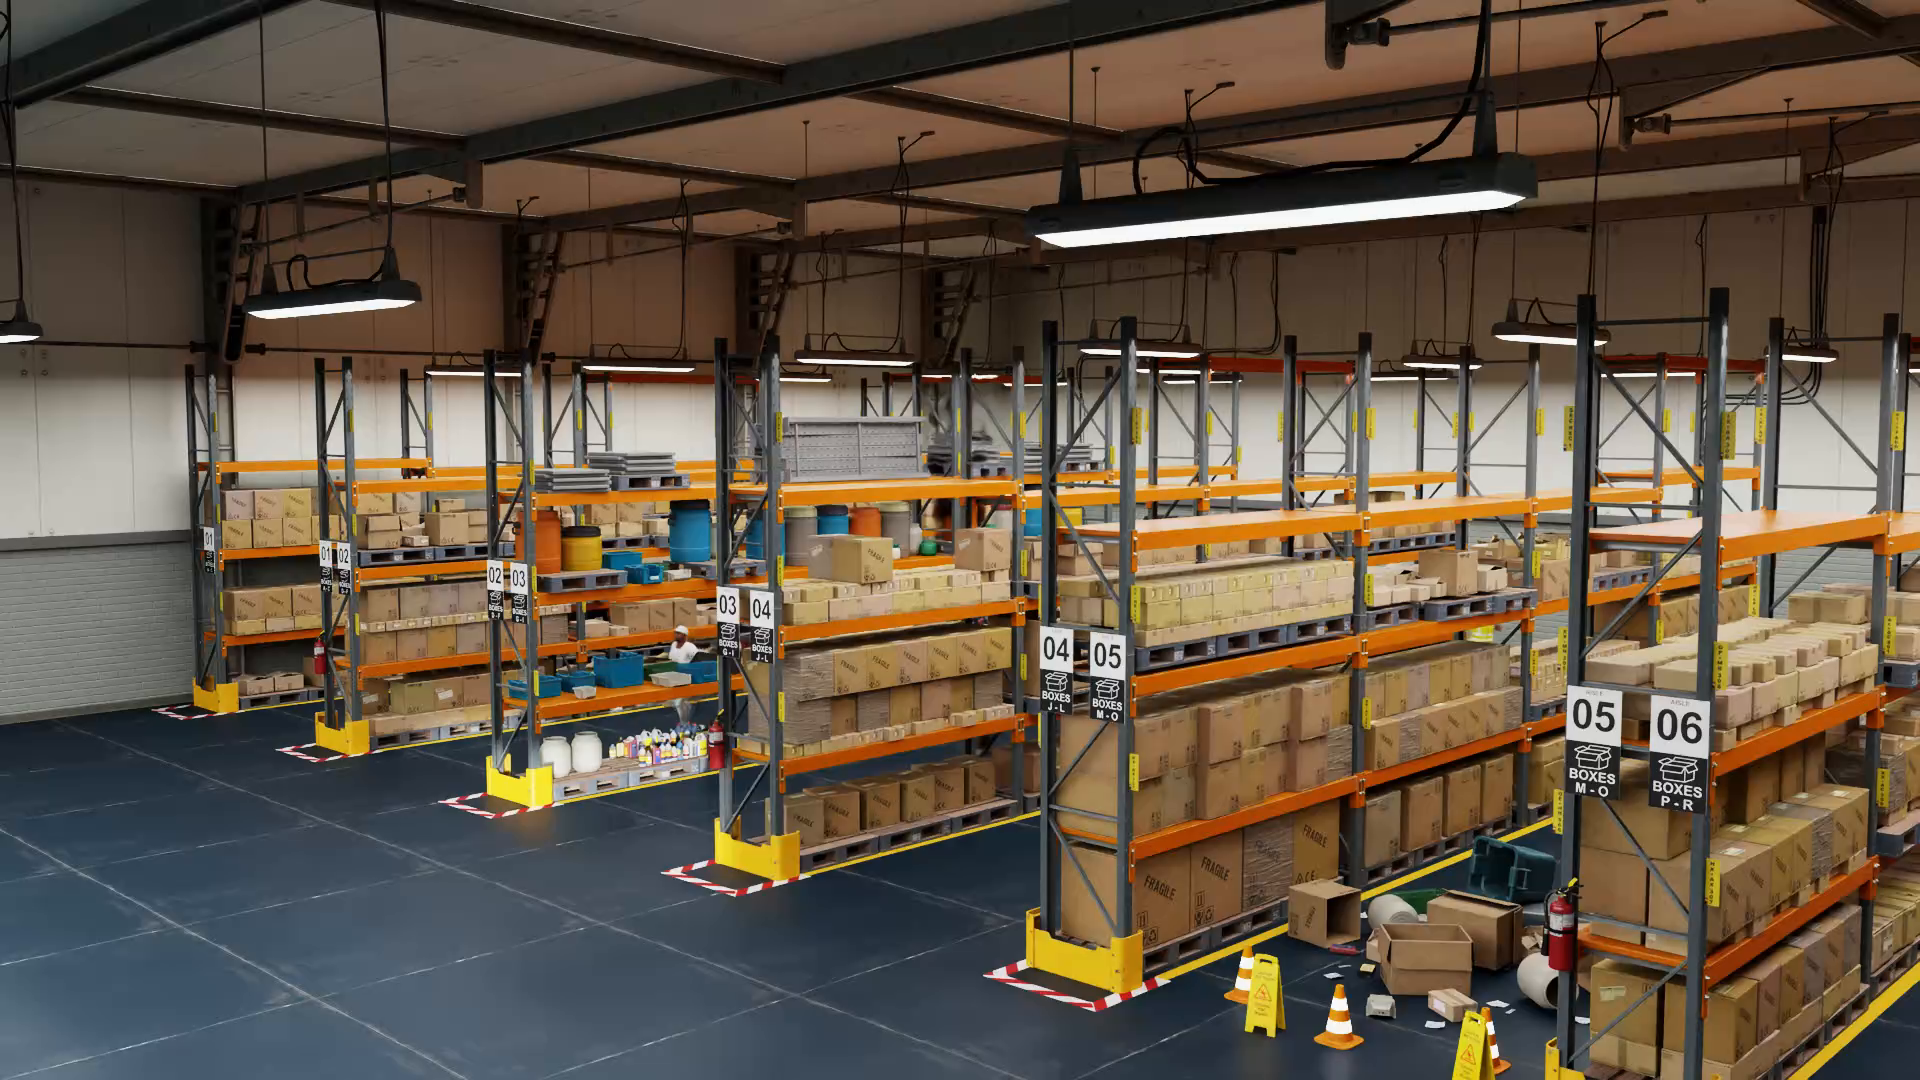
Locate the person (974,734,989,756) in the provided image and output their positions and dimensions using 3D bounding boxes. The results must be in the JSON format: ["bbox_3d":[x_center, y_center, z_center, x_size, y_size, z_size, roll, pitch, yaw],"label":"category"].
[{"bbox_3d":[0.345,2.383,25.113,0.710,1.732,0.637,2,5,29],"label":"person"}]

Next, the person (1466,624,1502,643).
[{"bbox_3d":[9.711,1.934,30.956,0.705,1.818,0.796,-2,5,-22],"label":"person"}]

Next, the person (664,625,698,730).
[{"bbox_3d":[-4.513,2.243,26.954,0.730,1.726,0.594,4,6,39],"label":"person"}]
